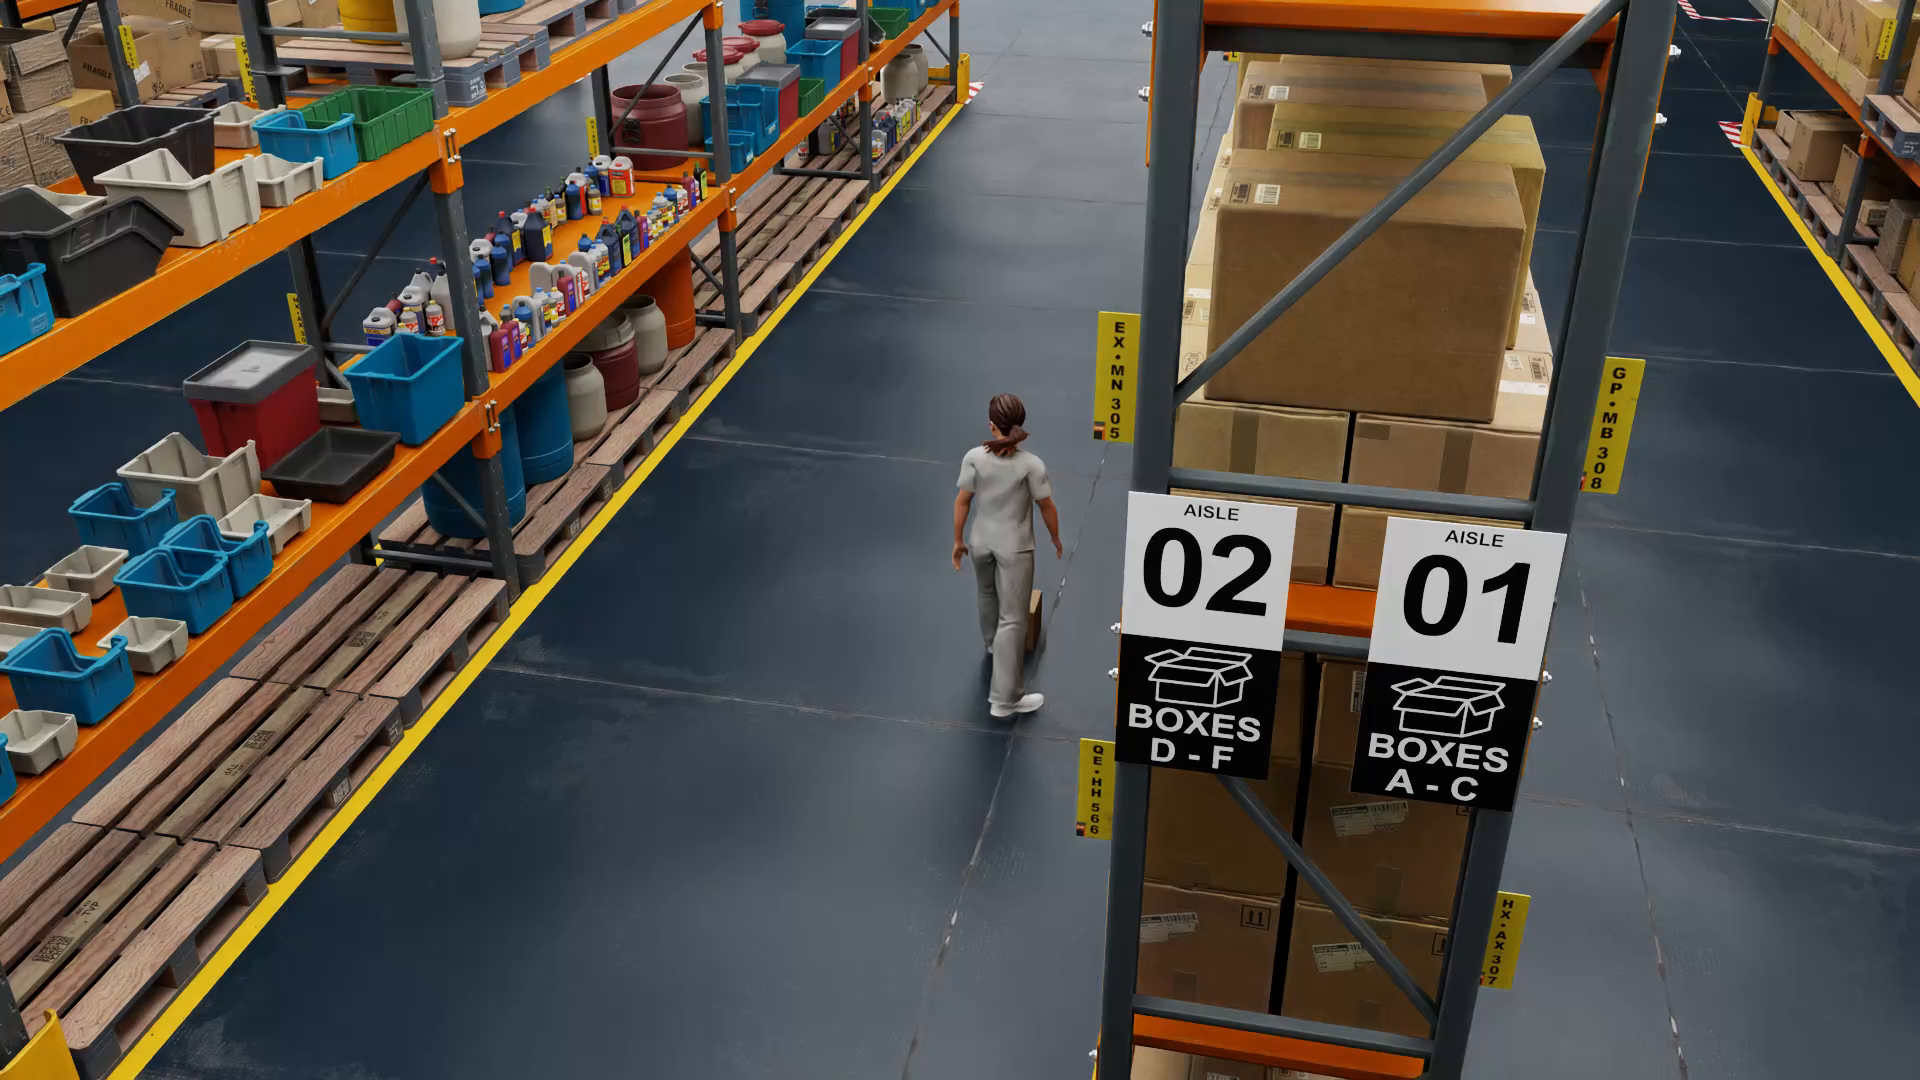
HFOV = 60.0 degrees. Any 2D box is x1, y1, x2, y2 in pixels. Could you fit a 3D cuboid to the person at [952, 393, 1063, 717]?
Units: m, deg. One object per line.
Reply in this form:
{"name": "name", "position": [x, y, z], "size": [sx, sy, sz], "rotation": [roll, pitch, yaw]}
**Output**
{"name": "person", "position": [0.270, 0.016, 8.584], "size": [0.572, 1.639, 0.871], "rotation": [13, 32, 22]}
